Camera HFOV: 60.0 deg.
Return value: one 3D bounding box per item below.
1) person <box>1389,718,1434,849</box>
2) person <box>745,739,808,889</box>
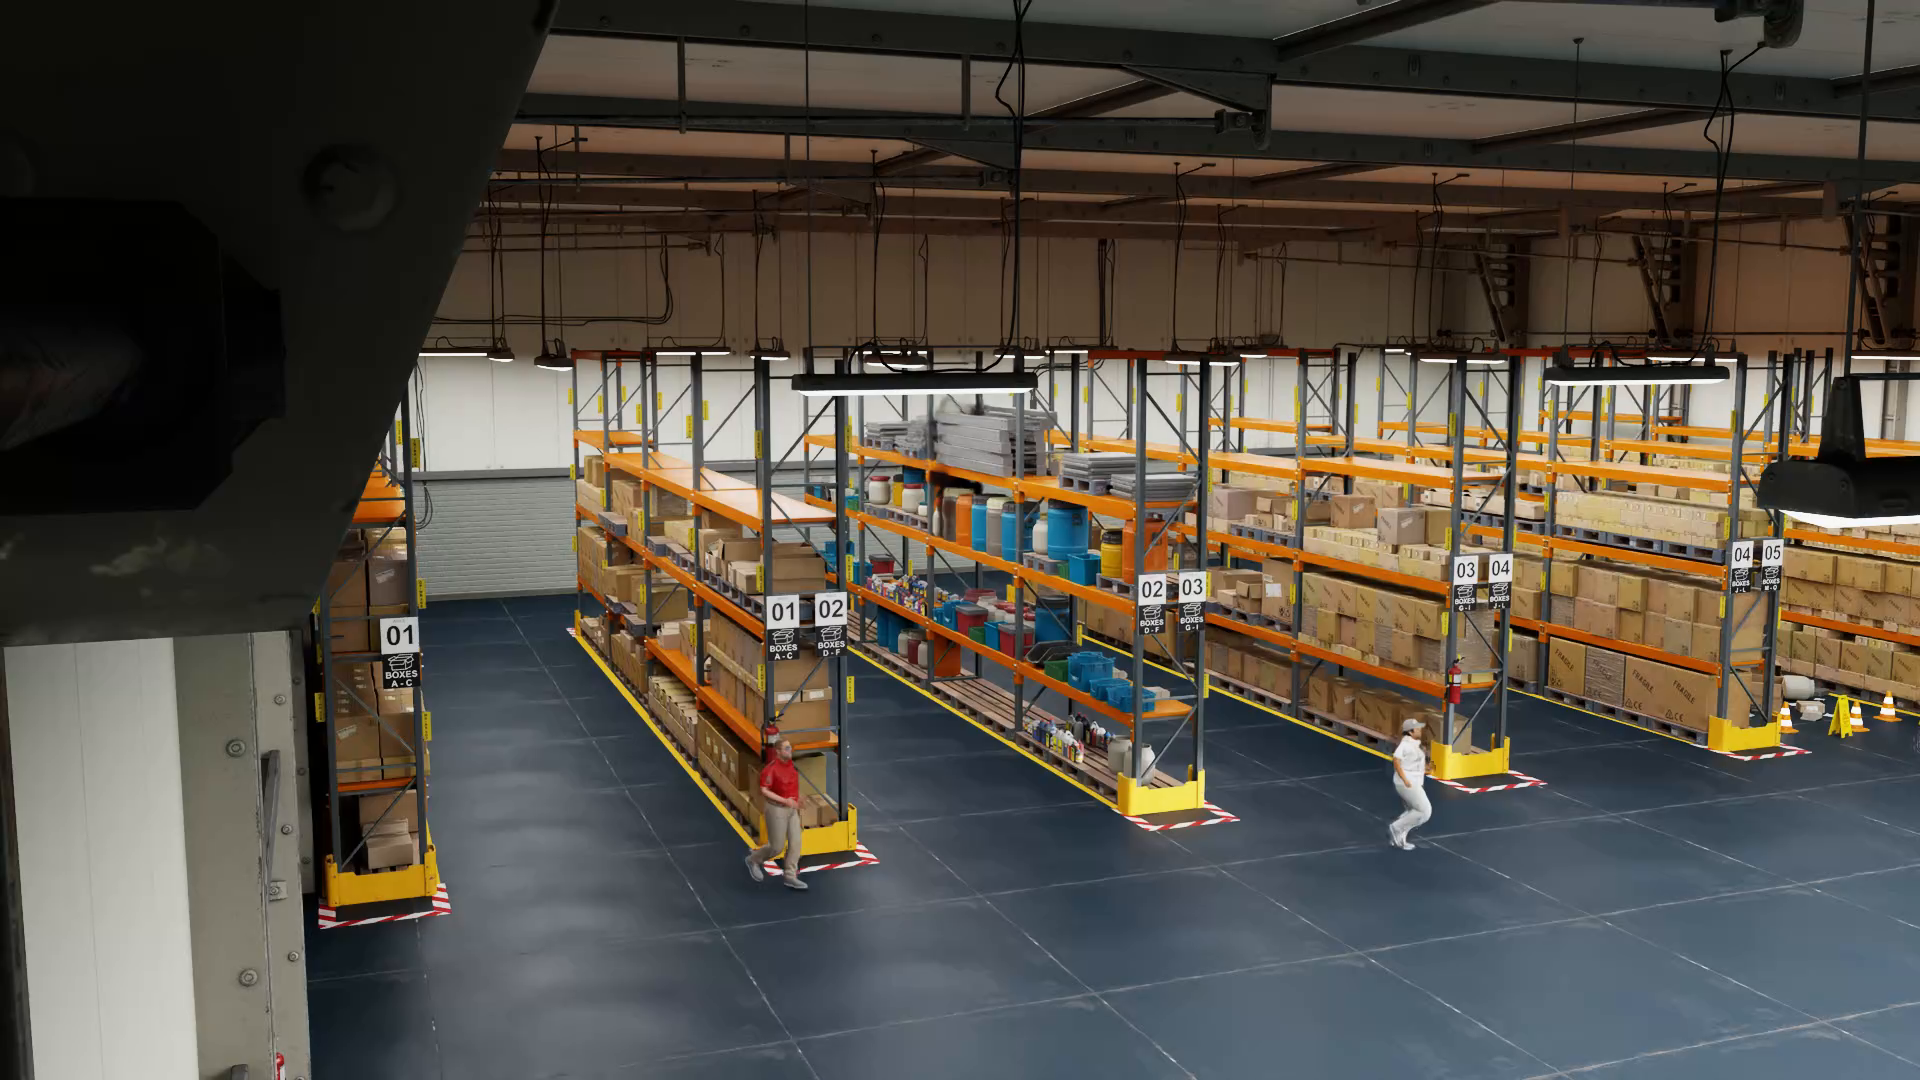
[{"bbox_3d":[5.540,2.994,20.379,0.511,1.638,0.651,2,7,17],"label":"person"},{"bbox_3d":[-2.070,3.117,19.089,0.800,1.707,0.692,4,8,28],"label":"person"}]
